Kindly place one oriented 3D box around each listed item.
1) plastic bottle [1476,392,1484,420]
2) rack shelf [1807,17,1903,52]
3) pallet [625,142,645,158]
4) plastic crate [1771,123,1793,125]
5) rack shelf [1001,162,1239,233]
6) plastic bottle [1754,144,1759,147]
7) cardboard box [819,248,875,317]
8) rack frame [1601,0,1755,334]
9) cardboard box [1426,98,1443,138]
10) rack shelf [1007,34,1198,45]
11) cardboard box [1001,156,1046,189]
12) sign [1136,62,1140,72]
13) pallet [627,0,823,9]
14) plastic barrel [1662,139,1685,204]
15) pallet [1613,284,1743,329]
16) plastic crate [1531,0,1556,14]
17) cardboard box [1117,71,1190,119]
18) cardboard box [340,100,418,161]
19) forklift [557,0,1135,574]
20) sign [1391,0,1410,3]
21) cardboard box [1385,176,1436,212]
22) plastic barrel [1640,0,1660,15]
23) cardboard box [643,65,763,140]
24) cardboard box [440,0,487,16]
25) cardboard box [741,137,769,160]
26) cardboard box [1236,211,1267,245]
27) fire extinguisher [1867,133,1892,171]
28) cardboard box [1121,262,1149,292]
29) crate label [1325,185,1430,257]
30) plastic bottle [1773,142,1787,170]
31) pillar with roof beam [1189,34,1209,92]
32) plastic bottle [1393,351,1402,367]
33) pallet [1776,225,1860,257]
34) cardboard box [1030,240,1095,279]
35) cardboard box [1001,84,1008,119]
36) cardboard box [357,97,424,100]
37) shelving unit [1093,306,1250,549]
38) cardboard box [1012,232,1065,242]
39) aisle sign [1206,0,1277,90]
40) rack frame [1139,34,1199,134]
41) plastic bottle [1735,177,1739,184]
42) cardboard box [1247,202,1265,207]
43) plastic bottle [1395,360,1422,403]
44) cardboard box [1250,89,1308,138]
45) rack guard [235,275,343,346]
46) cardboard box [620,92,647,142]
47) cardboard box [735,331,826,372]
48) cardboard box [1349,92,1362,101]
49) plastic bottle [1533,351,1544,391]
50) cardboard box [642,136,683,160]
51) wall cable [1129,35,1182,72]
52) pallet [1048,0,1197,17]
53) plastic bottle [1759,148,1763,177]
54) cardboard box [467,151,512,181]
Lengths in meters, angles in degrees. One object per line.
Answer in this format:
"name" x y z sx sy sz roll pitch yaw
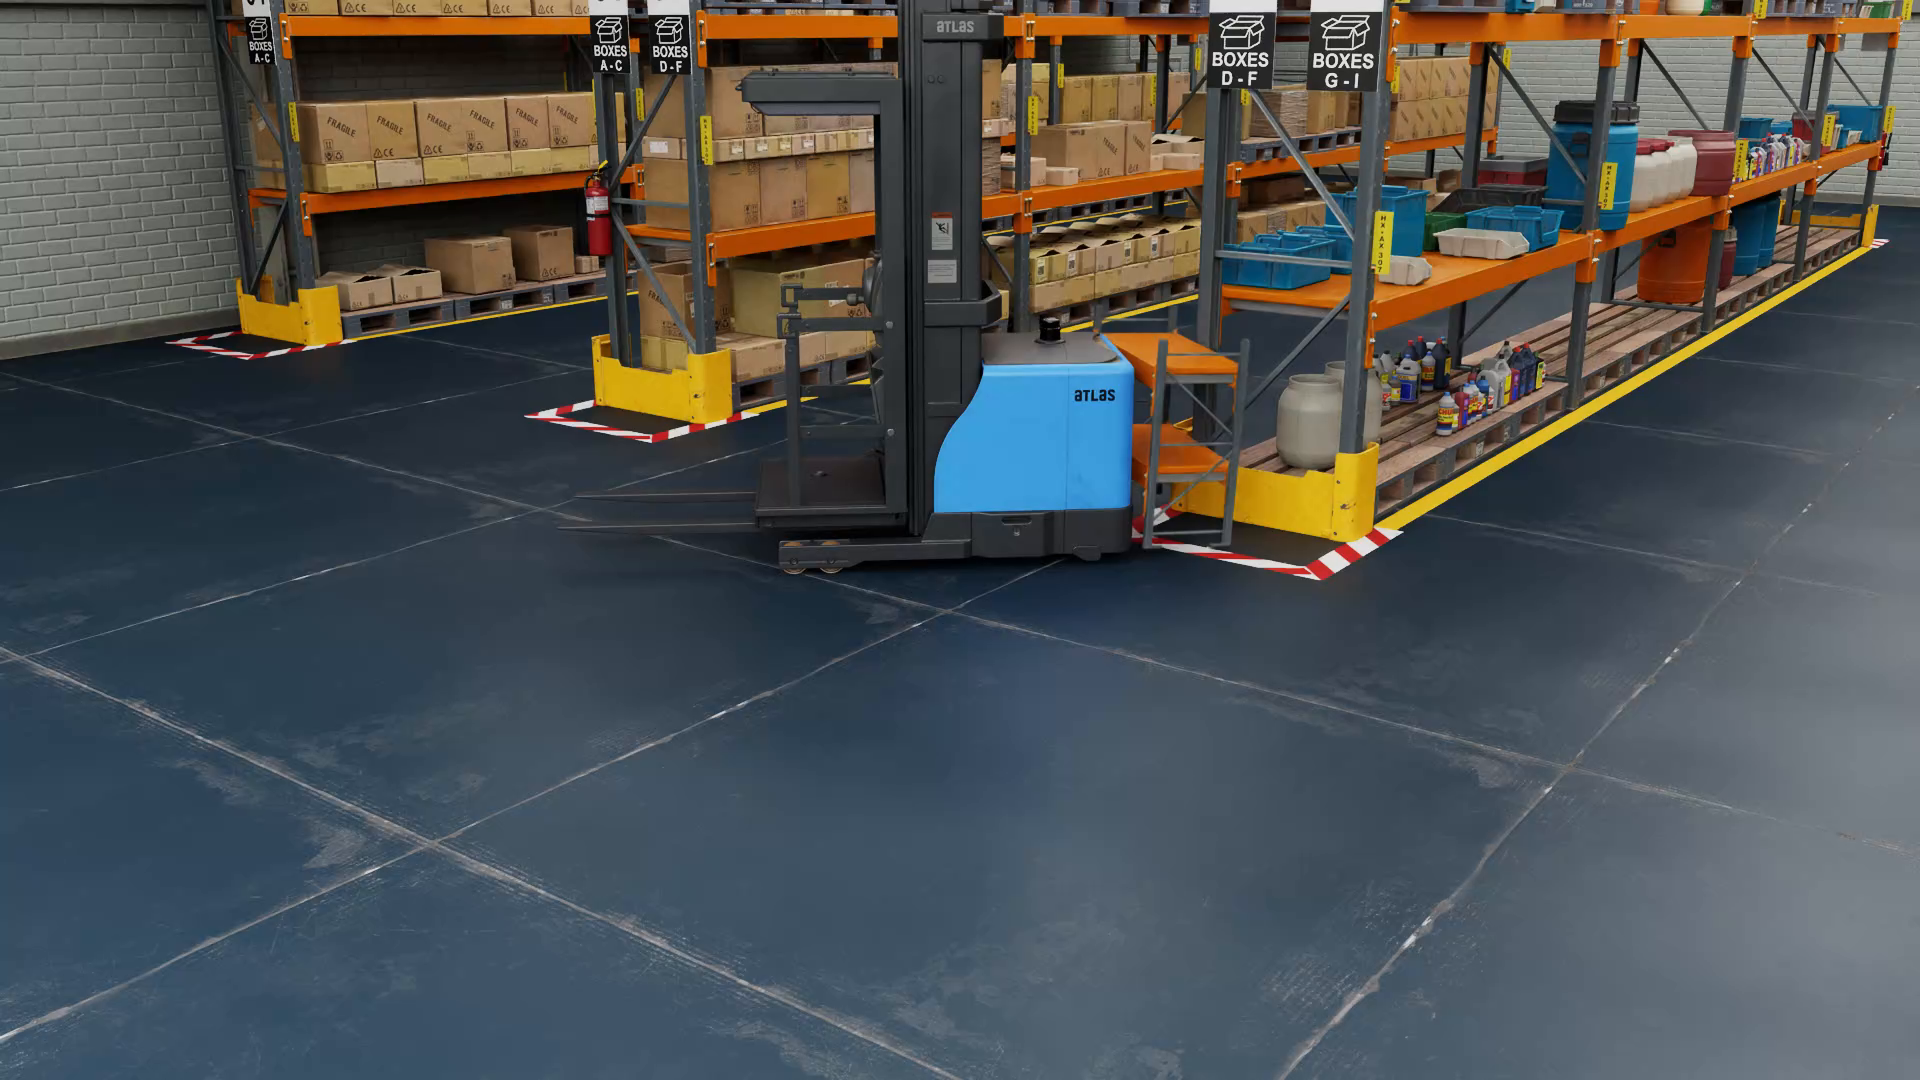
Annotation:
"plastic bottle" 3.438 -0.910 11.092 0.097 0.201 0.097 0 17 0
"rack shelf" 10.126 -5.954 19.513 1.077 0.370 4.000 12 21 35
"pallet" -3.217 -4.298 18.350 1.003 0.211 1.213 12 21 35
"plastic crate" 10.121 -4.975 20.389 0.416 0.233 0.300 12 21 35
"rack shelf" 1.383 -3.492 16.643 1.077 0.370 4.000 12 21 35
"plastic bottle" 8.111 -3.899 16.958 0.097 0.271 0.097 0 17 0
"cardboard box" -0.798 -2.097 13.603 0.500 0.500 0.500 12 21 35
"rack frame" 6.551 -3.436 15.249 1.000 3.000 0.127 12 21 35
"cardboard box" 6.083 -5.627 22.136 0.500 0.500 0.500 12 21 34
"rack shelf" 2.169 -7.704 25.150 1.077 0.370 4.000 12 21 35
"cardboard box" 0.450 -3.412 15.427 0.500 0.250 0.500 14 22 38
"sign" 2.919 -7.642 27.202 0.100 0.325 0.005 12 21 35
"pallet" -1.750 -3.960 12.030 1.003 0.211 1.213 12 21 35
"plastic barrel" 5.858 -3.106 13.999 0.421 0.512 0.421 0 17 0
"pallet" 6.987 -2.299 16.291 1.003 0.211 1.213 12 21 35
"plastic crate" 3.536 -3.336 10.314 0.243 0.136 0.396 12 21 35
"cardboard box" 3.065 -7.112 26.581 0.980 0.700 0.700 14 22 37
"cardboard box" -5.344 -3.753 15.227 0.500 0.500 0.500 12 21 35
"forklift" -0.628 -1.385 8.760 3.031 2.935 1.130 -1 17 -4
"sign" 2.223 -2.869 8.351 0.100 0.325 0.005 12 21 35
"cardboard box" 6.074 -4.731 22.887 0.797 0.503 0.637 12 21 35
"plastic barrel" 5.497 -4.760 13.732 0.600 0.830 0.708 12 21 35
"cardboard box" -1.872 -3.195 12.119 0.700 0.500 0.500 13 21 35
"cardboard box" -4.815 -5.183 15.617 0.500 0.500 0.500 14 22 38
"cardboard box" -1.630 -2.883 12.206 0.380 0.149 0.250 12 21 33
"cardboard box" 3.076 -3.386 18.562 0.500 0.500 0.500 14 22 37
"fire extinguisher" 11.772 -5.082 21.309 0.296 0.674 0.183 12 21 35
"cardboard box" 1.547 -2.665 16.696 0.500 0.250 0.500 13 21 36
"crate label" 2.664 -2.033 10.674 0.502 0.435 0.616 12 21 35
"plastic bottle" 8.441 -3.971 17.182 0.152 0.276 0.135 12 21 35
"pillar with roof beam" 7.733 -9.992 26.246 9.100 9.000 0.400 12 21 35
"plastic bottle" 3.109 -1.200 11.888 0.061 0.283 0.133 14 22 37
"pallet" 10.795 -3.820 21.188 1.003 0.211 1.213 12 21 35
"cardboard box" 0.940 -2.687 15.821 0.500 0.311 0.500 12 21 34
"cardboard box" 0.303 -5.942 22.618 0.500 0.500 0.500 12 21 35
"cardboard box" -5.450 -3.969 15.921 0.500 0.500 0.500 12 21 33
"shelving unit" 1.116 -0.655 9.256 0.538 1.125 1.048 -2 18 -15
"cardboard box" 0.807 -2.905 16.523 0.500 0.311 0.500 12 21 35
"aisle sign" 1.503 -2.807 8.841 0.394 0.787 0.004 12 21 35
"rack frame" 3.361 -7.092 27.022 1.000 3.000 0.127 12 21 35
"plastic bottle" 7.301 -3.496 15.640 0.061 0.283 0.133 12 21 35
"cardboard box" 3.252 -3.716 19.624 0.500 0.500 0.500 12 21 33
"plastic bottle" 3.121 -1.107 11.601 0.152 0.276 0.135 12 21 35
"cardboard box" 3.558 -4.914 19.133 0.500 0.500 0.700 -15 23 -40
"rack guard" -6.127 -2.105 15.180 1.175 0.500 0.348 12 21 35
"cardboard box" -3.458 -4.607 18.109 0.700 0.500 0.500 12 21 35
"cardboard box" -1.399 -1.502 12.950 0.500 0.250 0.500 12 21 35
"cardboard box" 5.052 -5.956 21.510 0.500 0.500 0.500 13 21 35
"plastic bottle" 4.146 -1.223 11.962 0.061 0.283 0.133 14 22 37
"cardboard box" -2.117 -2.889 12.225 0.380 0.149 0.250 12 21 34
"wall cable" 3.364 -8.049 28.392 0.084 1.984 1.851 12 21 35
"pallet" 1.578 -5.210 16.223 1.003 0.211 1.213 14 22 37
"plastic bottle" 7.847 -3.718 16.375 0.097 0.271 0.097 0 17 0
"cardboard box" -4.717 -3.645 16.144 0.500 0.250 0.500 13 21 35
